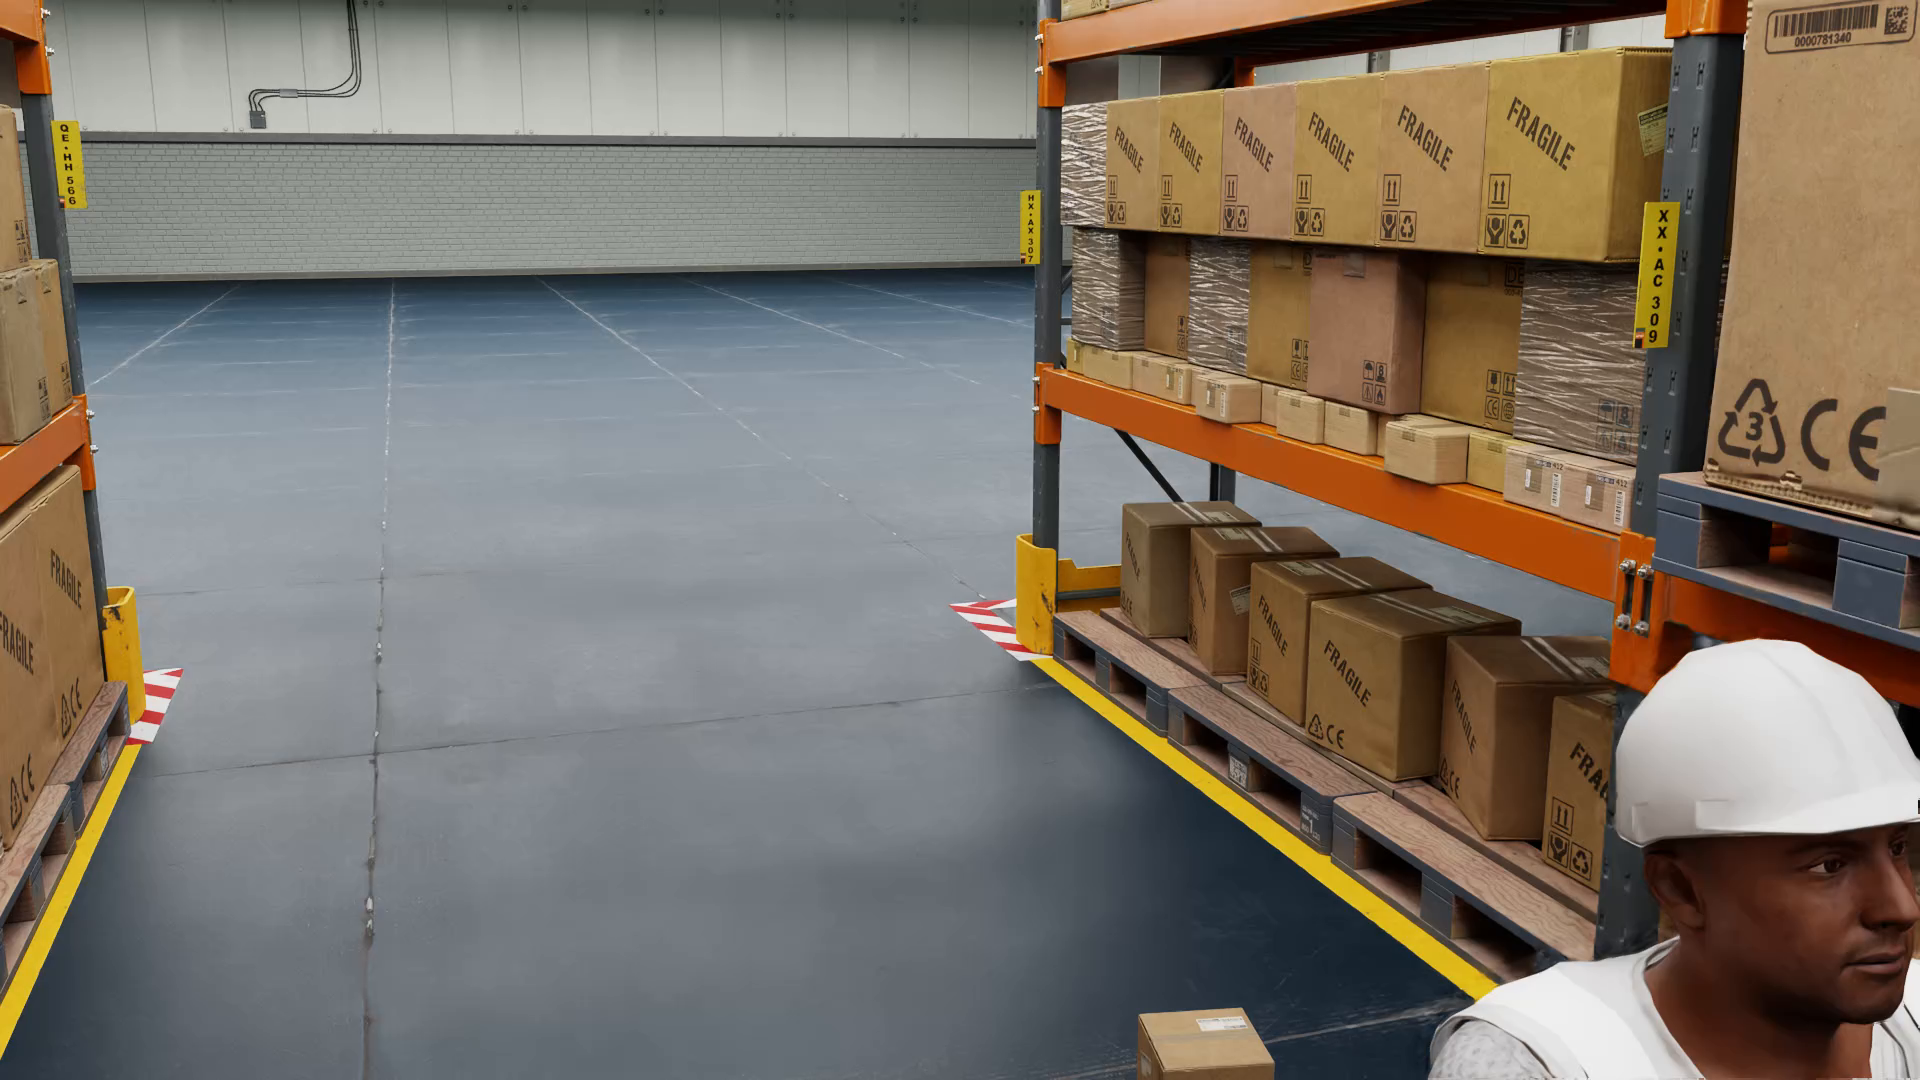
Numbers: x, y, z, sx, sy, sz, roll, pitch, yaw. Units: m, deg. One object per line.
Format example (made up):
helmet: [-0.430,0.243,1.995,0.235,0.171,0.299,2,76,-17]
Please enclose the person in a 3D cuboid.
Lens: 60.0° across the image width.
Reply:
person: [0.645,0.987,1.396,0.544,1.826,0.488,-2,12,-9]
